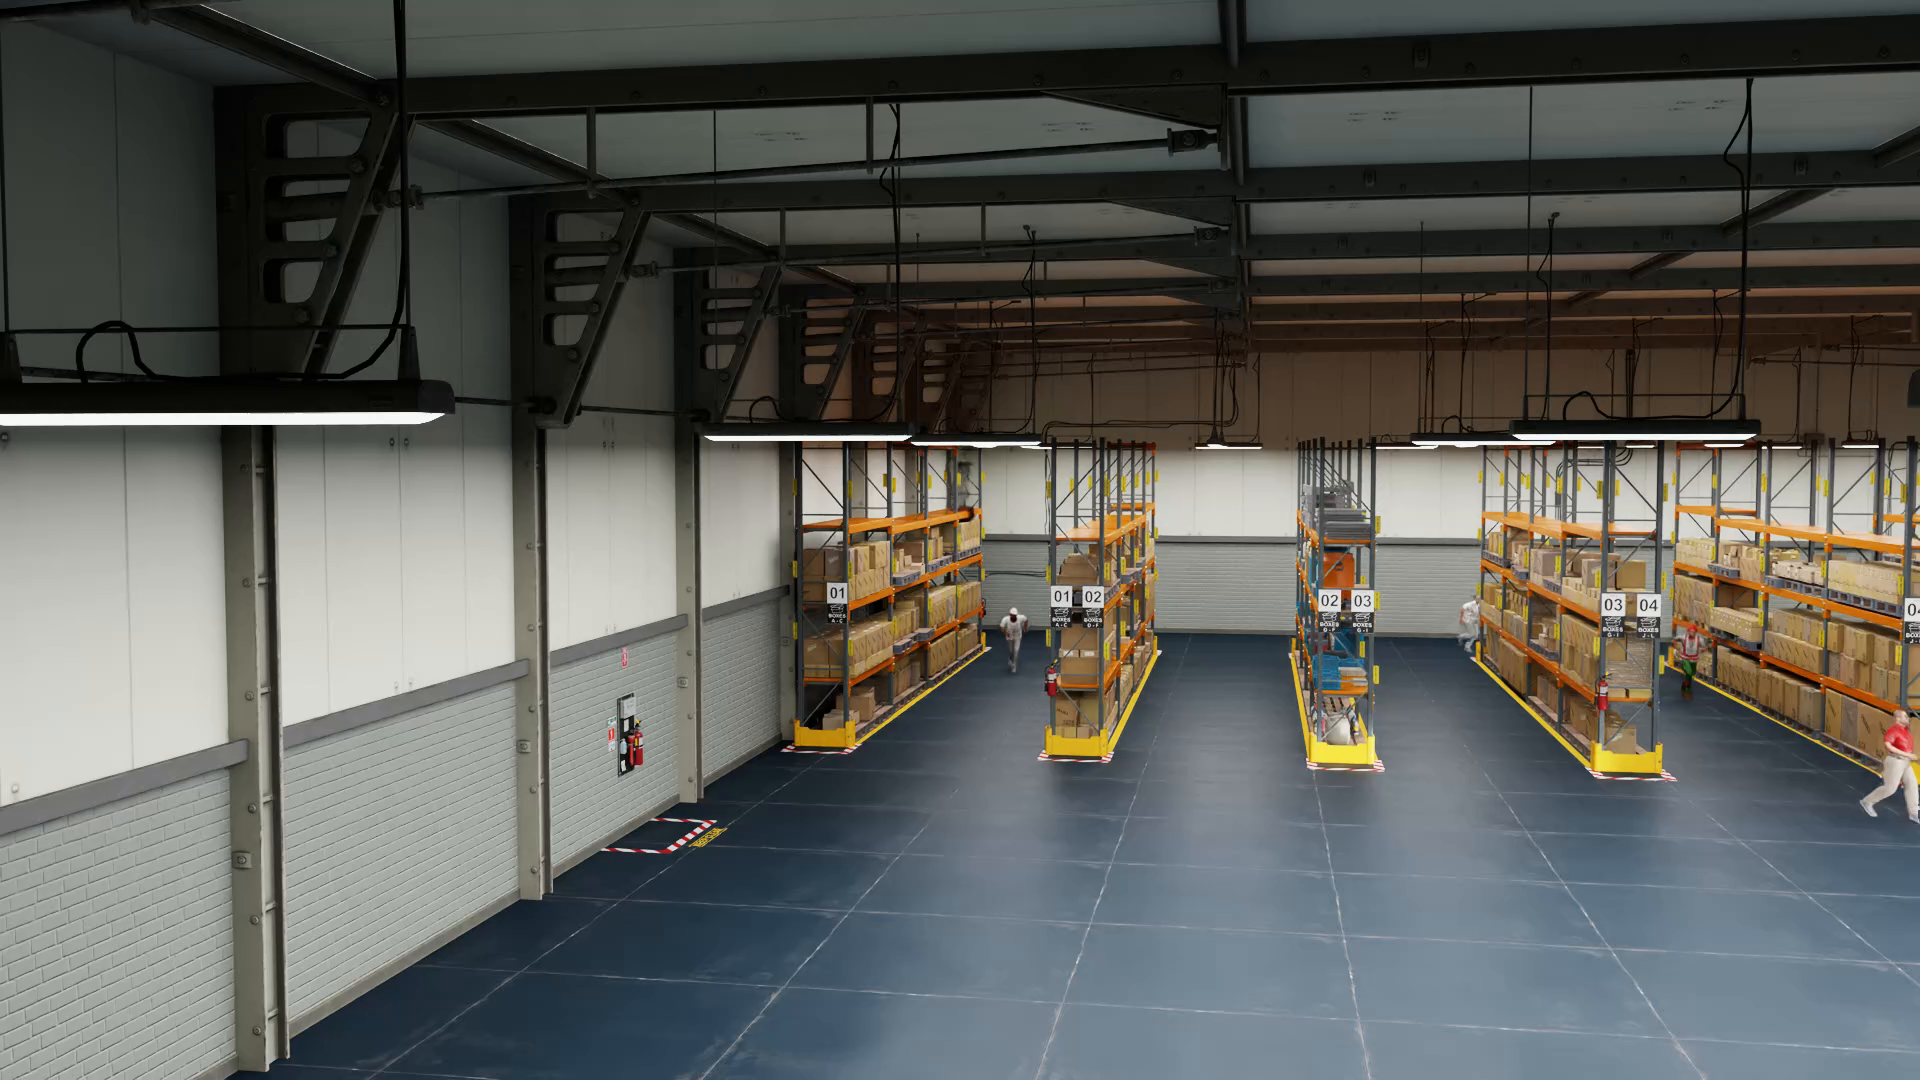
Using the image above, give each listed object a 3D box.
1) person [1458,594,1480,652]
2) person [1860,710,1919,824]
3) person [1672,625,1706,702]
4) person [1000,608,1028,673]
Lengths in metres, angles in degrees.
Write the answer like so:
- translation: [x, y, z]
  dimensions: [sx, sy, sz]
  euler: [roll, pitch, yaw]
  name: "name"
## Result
- translation: [14.675, 2.372, 47.714]
  dimensions: [0.654, 1.711, 0.757]
  euler: [-3, 4, -41]
  name: "person"
- translation: [14.532, 3.493, 25.732]
  dimensions: [0.703, 1.732, 0.994]
  euler: [-2, 4, -37]
  name: "person"
- translation: [16.808, 2.819, 38.348]
  dimensions: [0.646, 1.763, 0.953]
  euler: [0, 3, 4]
  name: "person"
- translation: [1.395, 2.602, 43.519]
  dimensions: [0.744, 1.711, 1.058]
  euler: [0, 3, -4]
  name: "person"
